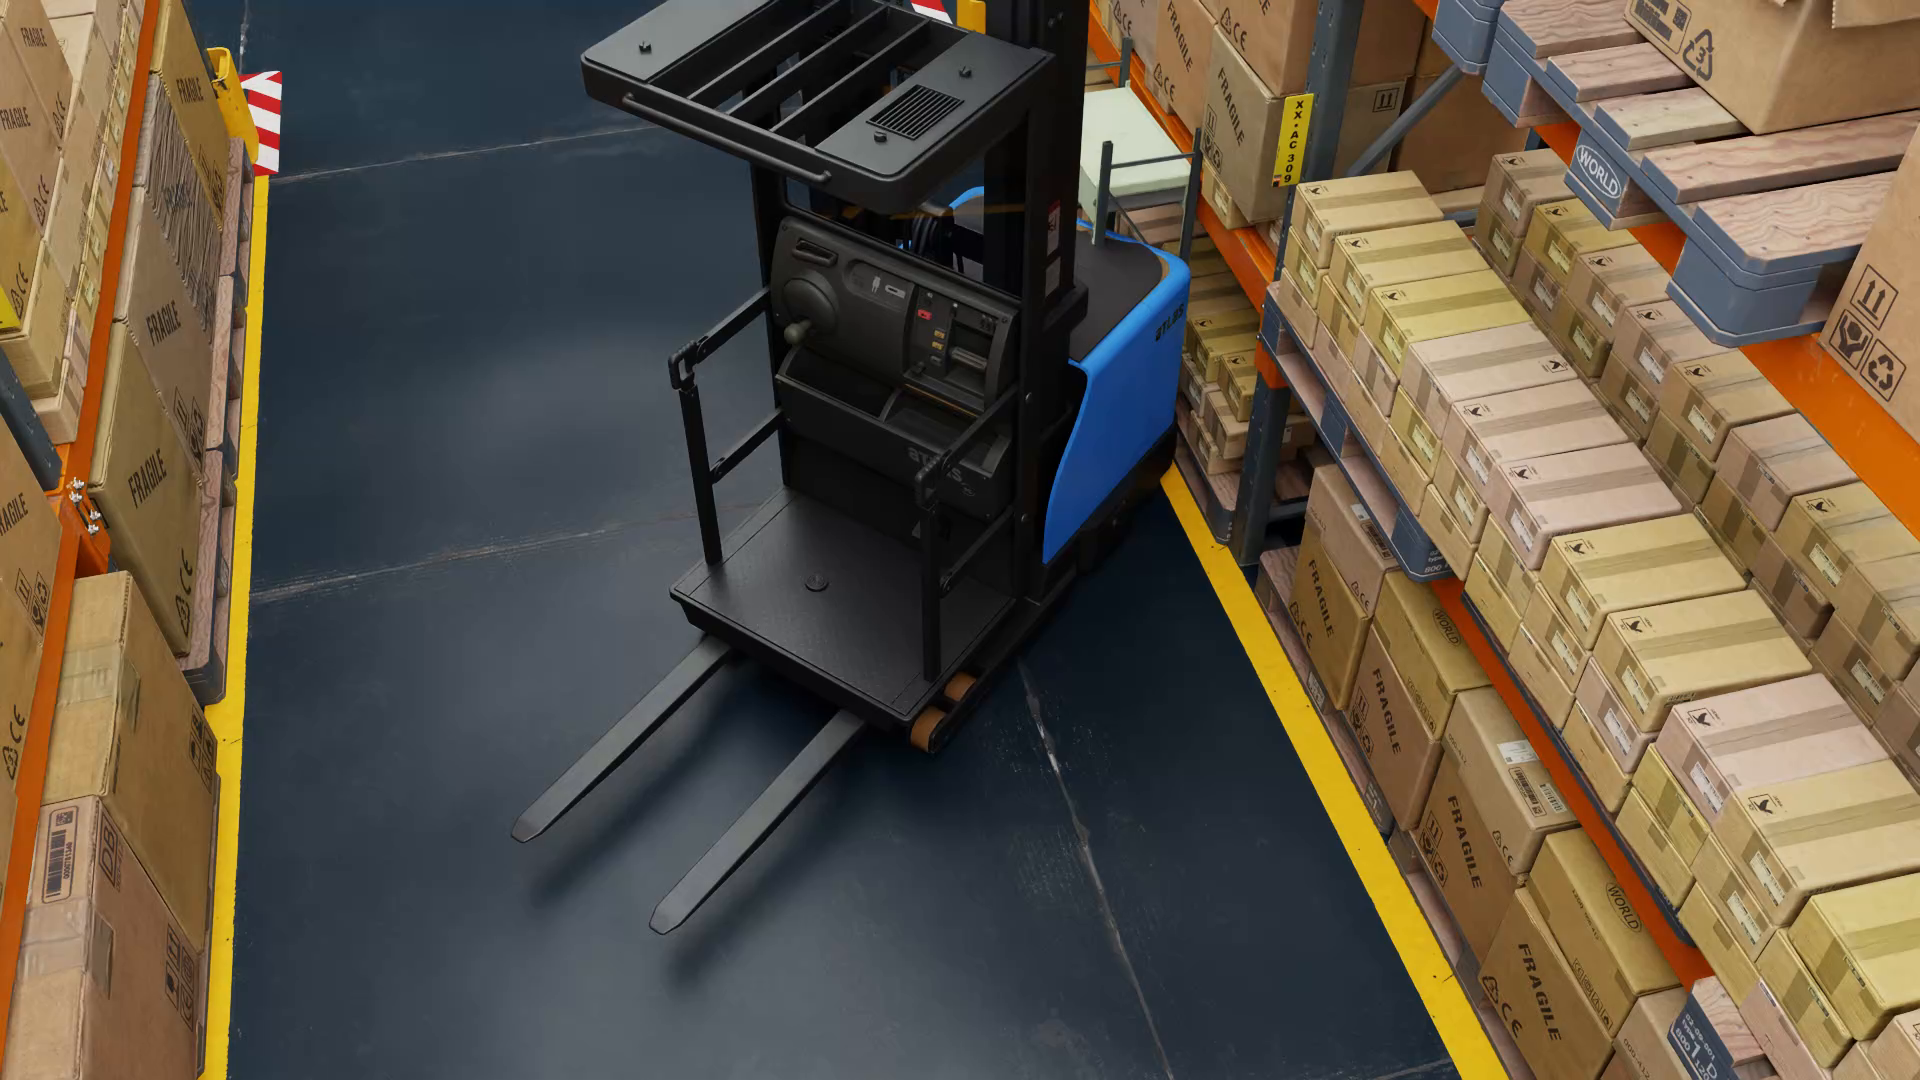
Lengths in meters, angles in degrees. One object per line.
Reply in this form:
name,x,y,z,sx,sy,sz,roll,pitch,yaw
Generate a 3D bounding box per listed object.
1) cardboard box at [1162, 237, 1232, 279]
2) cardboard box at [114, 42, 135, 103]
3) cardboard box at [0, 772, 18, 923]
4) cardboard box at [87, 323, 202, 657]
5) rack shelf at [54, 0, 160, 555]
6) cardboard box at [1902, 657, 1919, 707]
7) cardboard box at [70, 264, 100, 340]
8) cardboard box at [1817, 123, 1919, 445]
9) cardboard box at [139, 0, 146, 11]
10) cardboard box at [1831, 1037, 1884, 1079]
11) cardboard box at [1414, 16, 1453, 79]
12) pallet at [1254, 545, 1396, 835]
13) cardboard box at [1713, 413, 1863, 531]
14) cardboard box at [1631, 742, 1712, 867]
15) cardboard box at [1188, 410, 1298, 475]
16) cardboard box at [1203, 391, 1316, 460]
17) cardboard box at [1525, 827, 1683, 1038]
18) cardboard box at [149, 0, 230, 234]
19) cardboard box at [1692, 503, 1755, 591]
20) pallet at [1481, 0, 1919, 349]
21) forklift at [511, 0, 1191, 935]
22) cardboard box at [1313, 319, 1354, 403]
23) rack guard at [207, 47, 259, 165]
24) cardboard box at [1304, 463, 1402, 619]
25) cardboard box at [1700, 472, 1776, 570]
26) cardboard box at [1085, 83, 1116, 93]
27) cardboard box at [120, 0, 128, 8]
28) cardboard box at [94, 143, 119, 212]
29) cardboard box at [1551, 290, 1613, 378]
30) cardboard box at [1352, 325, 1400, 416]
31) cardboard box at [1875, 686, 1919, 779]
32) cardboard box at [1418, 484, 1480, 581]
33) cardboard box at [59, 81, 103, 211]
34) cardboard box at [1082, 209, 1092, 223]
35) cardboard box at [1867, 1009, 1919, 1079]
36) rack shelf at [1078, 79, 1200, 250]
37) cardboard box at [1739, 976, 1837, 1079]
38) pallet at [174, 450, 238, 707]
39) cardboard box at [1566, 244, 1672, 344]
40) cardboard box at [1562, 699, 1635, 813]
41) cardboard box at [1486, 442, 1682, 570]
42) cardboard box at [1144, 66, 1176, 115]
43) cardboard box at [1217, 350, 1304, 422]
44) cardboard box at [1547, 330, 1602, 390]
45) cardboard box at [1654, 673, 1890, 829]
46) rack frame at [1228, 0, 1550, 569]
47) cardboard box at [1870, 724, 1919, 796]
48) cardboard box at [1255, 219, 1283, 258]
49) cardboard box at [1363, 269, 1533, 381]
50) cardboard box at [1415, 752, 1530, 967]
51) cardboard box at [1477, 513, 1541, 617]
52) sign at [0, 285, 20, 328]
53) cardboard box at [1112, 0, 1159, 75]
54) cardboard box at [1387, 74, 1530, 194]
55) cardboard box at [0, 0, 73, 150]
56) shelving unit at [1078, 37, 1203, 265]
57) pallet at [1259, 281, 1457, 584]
cardboard box,1.075,-1.158,7.070,0.380,0.149,0.250,-9,46,-9
cardboard box,-3.523,-1.836,6.625,0.380,0.149,0.250,-11,47,-10
cardboard box,-2.594,0.708,3.886,0.500,0.500,0.500,-11,47,-11
cardboard box,-3.330,-0.106,5.947,0.875,0.875,0.875,-11,47,-10
rack shelf,-3.750,-1.361,6.487,1.077,0.370,4.000,-11,47,-10
cardboard box,2.407,0.346,3.776,0.380,0.149,0.250,-9,46,-8
cardboard box,-3.127,-0.772,5.583,0.380,0.149,0.250,-9,46,-9
cardboard box,1.950,-0.429,2.900,0.500,0.500,0.500,-11,47,-10
cardboard box,-3.721,-2.367,7.145,0.380,0.149,0.250,-11,47,-10
cardboard box,1.970,1.087,3.258,0.380,0.149,0.250,-9,46,-9
cardboard box,1.703,-1.914,5.547,0.500,0.500,0.500,-10,46,-9
pallet,1.783,0.444,6.167,1.003,0.211,1.213,-11,47,-10
cardboard box,2.207,-0.195,4.306,0.380,0.149,0.250,-13,47,-12
cardboard box,1.775,0.561,3.773,0.380,0.149,0.250,-11,47,-11
cardboard box,1.153,-0.427,6.770,0.380,0.149,0.250,-10,46,-10
cardboard box,1.195,-0.482,6.616,0.380,0.149,0.250,-10,46,-10
cardboard box,1.923,1.033,4.568,0.500,0.250,0.500,-10,46,-9
cardboard box,-4.021,-1.970,7.774,0.875,0.875,0.875,-11,47,-10
cardboard box,2.212,0.009,4.523,0.380,0.149,0.250,-9,46,-9
pallet,1.906,-0.892,3.555,1.213,0.211,1.003,-11,47,-10
forklift,-0.355,-0.655,5.340,1.130,2.935,3.031,26,51,23
cardboard box,1.315,-0.582,5.102,0.380,0.149,0.250,-10,46,-10
rack guard,-4.268,-2.135,8.493,1.175,0.500,0.348,-11,47,-10
cardboard box,1.516,-0.045,5.625,0.500,0.250,0.500,-13,47,-12
cardboard box,2.216,-0.084,4.406,0.380,0.149,0.250,-11,47,-10
cardboard box,0.697,-2.049,7.944,0.380,0.149,0.250,-9,46,-9
cardboard box,-3.752,-2.409,6.907,0.500,0.250,0.500,-11,47,-11
cardboard box,-3.324,-1.304,6.104,0.380,0.149,0.250,-10,46,-10
cardboard box,2.005,-0.640,4.951,0.380,0.149,0.250,-9,46,-9
cardboard box,1.374,-0.520,4.833,0.380,0.149,0.250,-10,46,-9
cardboard box,2.406,0.442,3.890,0.380,0.149,0.250,-11,47,-10
cardboard box,1.504,-0.059,4.590,0.380,0.149,0.250,-13,47,-12
cardboard box,-3.366,-1.357,5.876,0.500,0.250,0.500,-10,46,-9
cardboard box,0.792,-1.494,7.816,0.380,0.149,0.250,-11,47,-10
cardboard box,1.976,0.997,3.138,0.380,0.149,0.250,-11,47,-11
rack shelf,0.593,-1.451,6.546,0.431,0.370,0.720,-11,45,-13
cardboard box,1.908,1.028,3.525,0.380,0.149,0.250,-10,46,-10
pallet,-3.357,0.205,6.402,1.003,0.211,1.213,-11,47,-10
cardboard box,2.008,-0.731,4.831,0.380,0.149,0.250,-12,47,-12
cardboard box,1.713,0.490,4.051,0.380,0.149,0.250,-9,46,-9
cardboard box,1.571,-0.088,4.201,0.380,0.149,0.250,-9,46,-9
cardboard box,0.961,-1.854,6.642,0.380,0.149,0.250,-13,47,-12
cardboard box,1.240,-0.625,6.547,0.380,0.149,0.250,-9,46,-9
cardboard box,2.005,-0.539,5.059,0.380,0.149,0.250,-11,47,-10
cardboard box,1.781,0.465,3.660,0.380,0.149,0.250,-11,47,-10
rack frame,1.583,-1.069,5.698,1.000,3.000,0.127,-11,47,-10
cardboard box,2.408,0.547,3.996,0.380,0.149,0.250,-9,46,-9
cardboard box,1.283,-1.136,5.939,0.380,0.149,0.250,-11,47,-11
cardboard box,1.379,-0.612,4.714,0.380,0.149,0.250,-10,46,-10
cardboard box,1.800,0.942,5.183,0.500,0.500,0.500,-10,46,-10
cardboard box,1.580,0.029,4.295,0.380,0.149,0.250,-11,47,-11
sign,-2.716,-0.716,4.596,0.100,0.325,0.005,-11,47,-10
cardboard box,0.928,-2.193,6.521,0.500,0.500,0.500,-11,47,-11
cardboard box,1.699,-1.596,5.936,0.500,0.500,0.500,-11,47,-11
cardboard box,-3.370,-1.623,5.612,0.500,0.500,0.500,-12,47,-12
shelving unit,0.586,-1.168,6.814,0.431,1.500,0.755,-11,45,-13
pallet,1.638,-0.448,5.223,1.003,0.211,1.213,-11,47,-10
